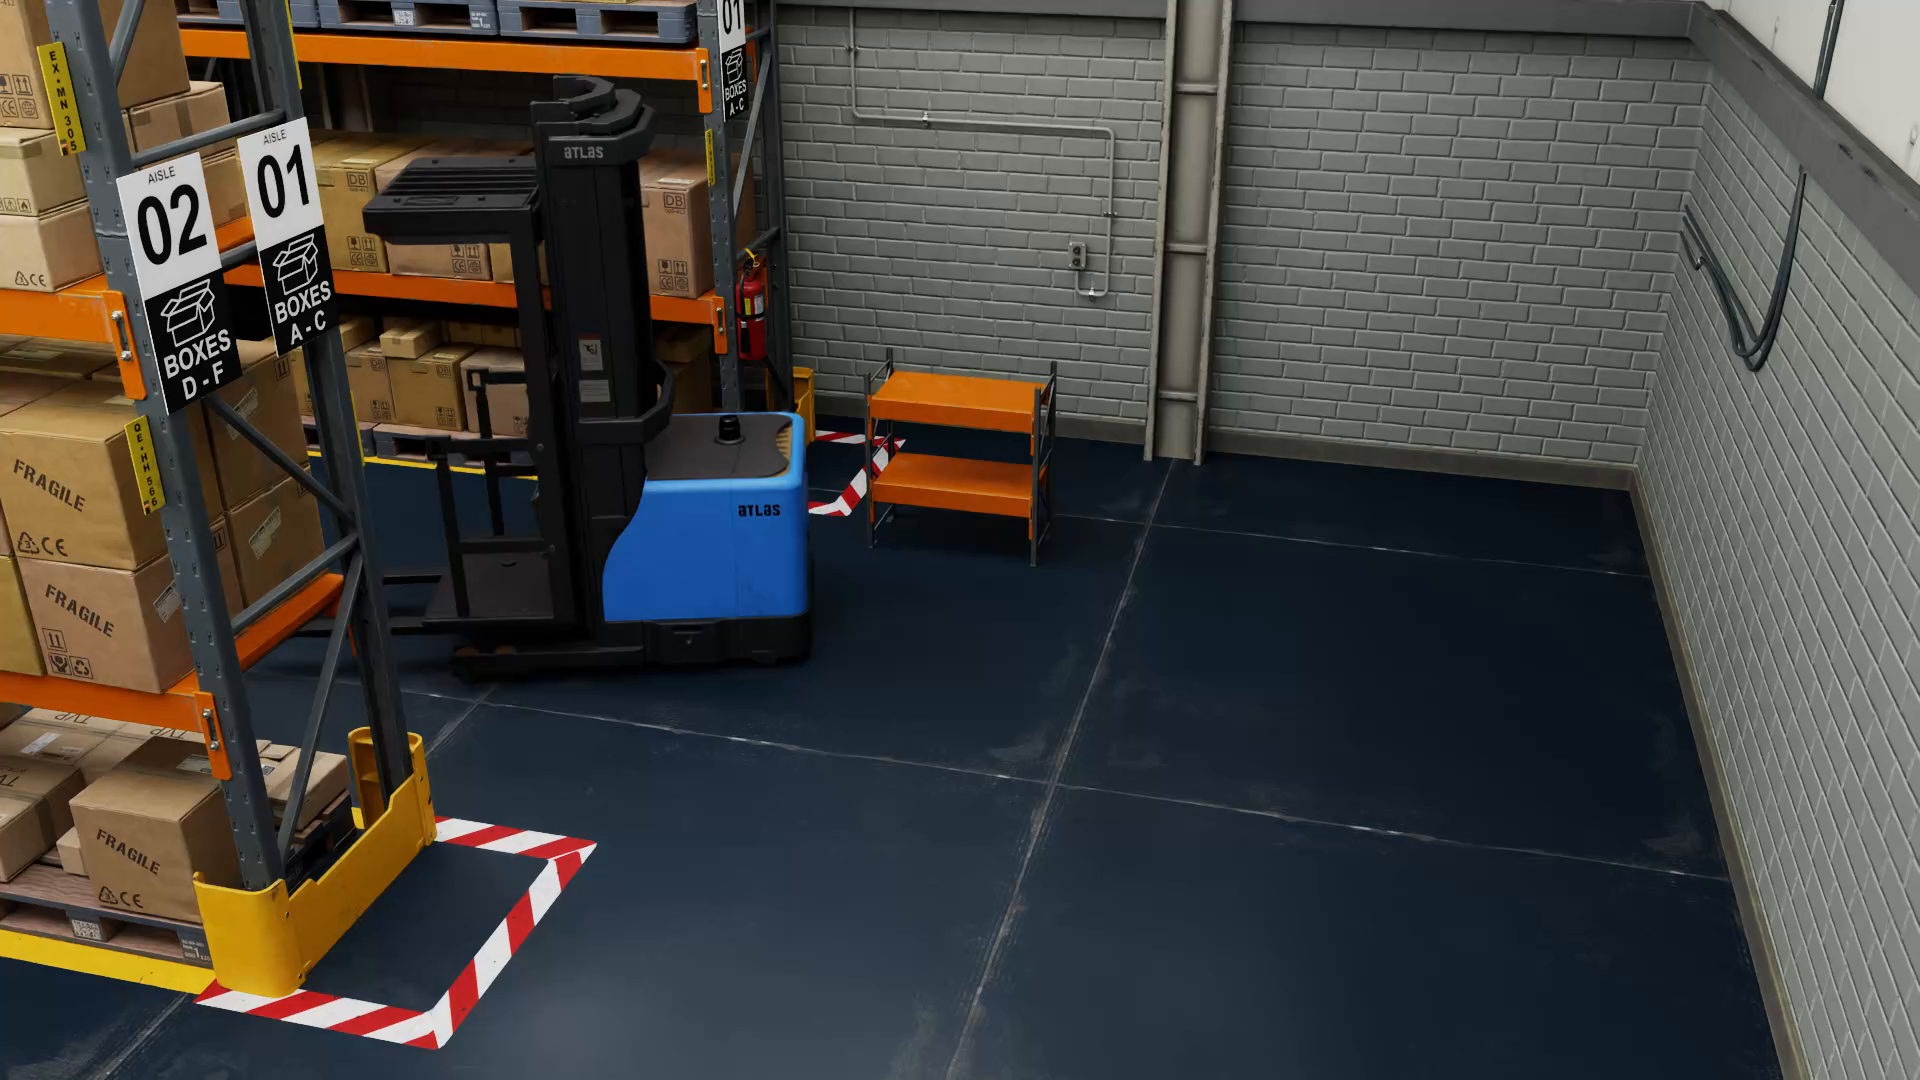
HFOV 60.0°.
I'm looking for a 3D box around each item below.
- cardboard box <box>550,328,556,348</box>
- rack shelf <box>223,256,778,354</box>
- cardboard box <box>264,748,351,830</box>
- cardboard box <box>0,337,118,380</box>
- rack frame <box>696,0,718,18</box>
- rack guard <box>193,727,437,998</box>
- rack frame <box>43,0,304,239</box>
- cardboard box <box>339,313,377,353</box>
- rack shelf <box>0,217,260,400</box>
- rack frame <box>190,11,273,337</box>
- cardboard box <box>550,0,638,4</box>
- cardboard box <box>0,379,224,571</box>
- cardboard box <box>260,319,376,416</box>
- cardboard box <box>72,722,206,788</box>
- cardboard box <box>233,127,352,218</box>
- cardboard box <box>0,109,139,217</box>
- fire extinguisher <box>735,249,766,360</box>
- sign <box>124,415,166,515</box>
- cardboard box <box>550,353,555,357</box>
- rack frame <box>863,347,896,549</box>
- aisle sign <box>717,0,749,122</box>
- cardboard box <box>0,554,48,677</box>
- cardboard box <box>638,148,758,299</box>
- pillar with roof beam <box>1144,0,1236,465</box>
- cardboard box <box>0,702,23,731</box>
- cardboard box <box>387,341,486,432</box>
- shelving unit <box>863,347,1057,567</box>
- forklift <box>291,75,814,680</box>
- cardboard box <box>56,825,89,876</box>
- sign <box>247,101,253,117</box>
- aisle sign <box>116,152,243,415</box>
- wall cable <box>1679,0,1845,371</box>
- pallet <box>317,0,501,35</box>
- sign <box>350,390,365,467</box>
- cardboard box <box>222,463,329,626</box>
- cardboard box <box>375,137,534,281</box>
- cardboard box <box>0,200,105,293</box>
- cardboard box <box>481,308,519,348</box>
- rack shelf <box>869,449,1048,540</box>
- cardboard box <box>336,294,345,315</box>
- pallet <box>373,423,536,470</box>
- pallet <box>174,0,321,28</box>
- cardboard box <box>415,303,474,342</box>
[{"bbox_3d":[-2.606,-1.414,11.395,0.250,0.149,0.380,7,26,13],"label":"cardboard box"},{"bbox_3d":[-3.278,-1.765,11.305,4.000,0.370,1.077,6,26,13],"label":"rack shelf"},{"bbox_3d":[-2.891,1.088,7.281,0.250,0.149,0.380,6,26,13],"label":"cardboard box"},{"bbox_3d":[-3.443,-0.520,6.573,0.500,0.500,0.500,7,26,14],"label":"cardboard box"},{"bbox_3d":[-1.341,-4.585,9.411,0.127,3.000,1.000,6,26,13],"label":"rack frame"},{"bbox_3d":[-2.644,1.307,6.922,0.348,0.500,1.175,6,26,13],"label":"rack guard"},{"bbox_3d":[-2.571,-2.522,5.078,0.127,3.000,1.000,6,26,13],"label":"rack frame"},{"bbox_3d":[-4.230,-1.423,11.413,0.250,0.149,0.380,7,26,15],"label":"cardboard box"},{"bbox_3d":[-4.508,-1.057,6.328,4.000,0.370,1.077,6,26,13],"label":"rack shelf"},{"bbox_3d":[-5.215,-2.304,11.600,0.127,3.000,1.000,6,26,13],"label":"rack frame"},{"bbox_3d":[-2.116,-3.365,9.909,0.500,0.250,0.500,7,26,15],"label":"cardboard box"},{"bbox_3d":[-3.070,-0.243,5.991,0.500,0.500,0.500,6,26,13],"label":"cardboard box"},{"bbox_3d":[-4.516,-1.242,11.789,0.500,0.500,0.700,7,26,14],"label":"cardboard box"},{"bbox_3d":[-3.511,1.000,7.347,0.500,0.250,0.500,6,26,13],"label":"cardboard box"},{"bbox_3d":[-4.693,-2.375,11.399,0.700,0.700,0.980,7,26,14],"label":"cardboard box"},{"bbox_3d":[-3.132,-1.274,5.541,0.500,0.250,0.500,6,26,13],"label":"cardboard box"},{"bbox_3d":[-1.309,-1.464,10.360,0.183,0.674,0.296,6,26,13],"label":"fire extinguisher"},{"bbox_3d":[-2.728,-0.250,5.570,0.005,0.325,0.100,6,26,13],"label":"sign"},{"bbox_3d":[-2.528,-1.024,11.330,0.500,0.500,0.700,6,26,13],"label":"cardboard box"},{"bbox_3d":[-0.486,-0.562,10.121,0.032,1.125,0.500,6,26,13],"label":"rack frame"},{"bbox_3d":[-1.346,-2.917,9.863,0.004,0.787,0.394,6,26,13],"label":"aisle sign"},{"bbox_3d":[-3.576,0.153,6.323,0.500,0.500,0.500,7,26,13],"label":"cardboard box"},{"bbox_3d":[-1.837,-2.062,10.742,0.700,0.700,0.980,8,26,15],"label":"cardboard box"},{"bbox_3d":[0.418,-2.863,5.796,0.400,9.000,9.100,6,26,13],"label":"pillar with roof beam"},{"bbox_3d":[-4.624,0.886,7.292,0.637,0.503,0.797,6,26,13],"label":"cardboard box"},{"bbox_3d":[-3.534,-1.131,11.556,0.500,0.500,0.700,7,26,14],"label":"cardboard box"},{"bbox_3d":[0.007,-0.507,10.007,1.048,1.125,0.538,6,26,13],"label":"shelving unit"},{"bbox_3d":[-2.330,-0.827,8.577,3.031,2.935,1.130,-2,26,-3],"label":"forklift"},{"bbox_3d":[-3.529,1.231,6.959,0.250,0.166,0.380,6,26,13],"label":"cardboard box"},{"bbox_3d":[-5.078,-2.962,11.883,0.005,0.325,0.100,6,26,13],"label":"sign"},{"bbox_3d":[-2.581,-0.852,5.526,0.004,0.787,0.394,6,26,13],"label":"aisle sign"},{"bbox_3d":[4.048,-2.428,8.494,0.112,2.526,3.097,6,26,13],"label":"wall cable"},{"bbox_3d":[-3.247,-3.395,10.505,1.213,0.211,1.003,6,26,13],"label":"pallet"},{"bbox_3d":[-2.436,-0.430,6.656,0.005,0.325,0.100,6,26,13],"label":"sign"},{"bbox_3d":[-2.935,-0.016,6.677,0.500,0.500,0.500,7,26,14],"label":"cardboard box"},{"bbox_3d":[-3.281,-2.220,11.075,0.700,0.700,0.980,5,26,10],"label":"cardboard box"},{"bbox_3d":[-3.134,-1.045,5.640,0.500,0.250,0.500,6,26,13],"label":"cardboard box"},{"bbox_3d":[-3.101,-1.468,11.508,0.250,0.149,0.380,7,26,14],"label":"cardboard box"},{"bbox_3d":[0.007,-0.286,10.112,1.000,0.278,0.538,6,26,13],"label":"rack shelf"},{"bbox_3d":[-4.607,-1.633,11.856,0.250,0.149,0.380,6,26,13],"label":"cardboard box"},{"bbox_3d":[-3.312,-0.801,11.688,1.213,0.211,1.003,6,26,13],"label":"pallet"},{"bbox_3d":[-4.425,-3.526,10.781,1.213,0.211,1.003,6,26,13],"label":"pallet"},{"bbox_3d":[-3.596,-1.522,11.623,0.250,0.149,0.380,7,26,14],"label":"cardboard box"}]
